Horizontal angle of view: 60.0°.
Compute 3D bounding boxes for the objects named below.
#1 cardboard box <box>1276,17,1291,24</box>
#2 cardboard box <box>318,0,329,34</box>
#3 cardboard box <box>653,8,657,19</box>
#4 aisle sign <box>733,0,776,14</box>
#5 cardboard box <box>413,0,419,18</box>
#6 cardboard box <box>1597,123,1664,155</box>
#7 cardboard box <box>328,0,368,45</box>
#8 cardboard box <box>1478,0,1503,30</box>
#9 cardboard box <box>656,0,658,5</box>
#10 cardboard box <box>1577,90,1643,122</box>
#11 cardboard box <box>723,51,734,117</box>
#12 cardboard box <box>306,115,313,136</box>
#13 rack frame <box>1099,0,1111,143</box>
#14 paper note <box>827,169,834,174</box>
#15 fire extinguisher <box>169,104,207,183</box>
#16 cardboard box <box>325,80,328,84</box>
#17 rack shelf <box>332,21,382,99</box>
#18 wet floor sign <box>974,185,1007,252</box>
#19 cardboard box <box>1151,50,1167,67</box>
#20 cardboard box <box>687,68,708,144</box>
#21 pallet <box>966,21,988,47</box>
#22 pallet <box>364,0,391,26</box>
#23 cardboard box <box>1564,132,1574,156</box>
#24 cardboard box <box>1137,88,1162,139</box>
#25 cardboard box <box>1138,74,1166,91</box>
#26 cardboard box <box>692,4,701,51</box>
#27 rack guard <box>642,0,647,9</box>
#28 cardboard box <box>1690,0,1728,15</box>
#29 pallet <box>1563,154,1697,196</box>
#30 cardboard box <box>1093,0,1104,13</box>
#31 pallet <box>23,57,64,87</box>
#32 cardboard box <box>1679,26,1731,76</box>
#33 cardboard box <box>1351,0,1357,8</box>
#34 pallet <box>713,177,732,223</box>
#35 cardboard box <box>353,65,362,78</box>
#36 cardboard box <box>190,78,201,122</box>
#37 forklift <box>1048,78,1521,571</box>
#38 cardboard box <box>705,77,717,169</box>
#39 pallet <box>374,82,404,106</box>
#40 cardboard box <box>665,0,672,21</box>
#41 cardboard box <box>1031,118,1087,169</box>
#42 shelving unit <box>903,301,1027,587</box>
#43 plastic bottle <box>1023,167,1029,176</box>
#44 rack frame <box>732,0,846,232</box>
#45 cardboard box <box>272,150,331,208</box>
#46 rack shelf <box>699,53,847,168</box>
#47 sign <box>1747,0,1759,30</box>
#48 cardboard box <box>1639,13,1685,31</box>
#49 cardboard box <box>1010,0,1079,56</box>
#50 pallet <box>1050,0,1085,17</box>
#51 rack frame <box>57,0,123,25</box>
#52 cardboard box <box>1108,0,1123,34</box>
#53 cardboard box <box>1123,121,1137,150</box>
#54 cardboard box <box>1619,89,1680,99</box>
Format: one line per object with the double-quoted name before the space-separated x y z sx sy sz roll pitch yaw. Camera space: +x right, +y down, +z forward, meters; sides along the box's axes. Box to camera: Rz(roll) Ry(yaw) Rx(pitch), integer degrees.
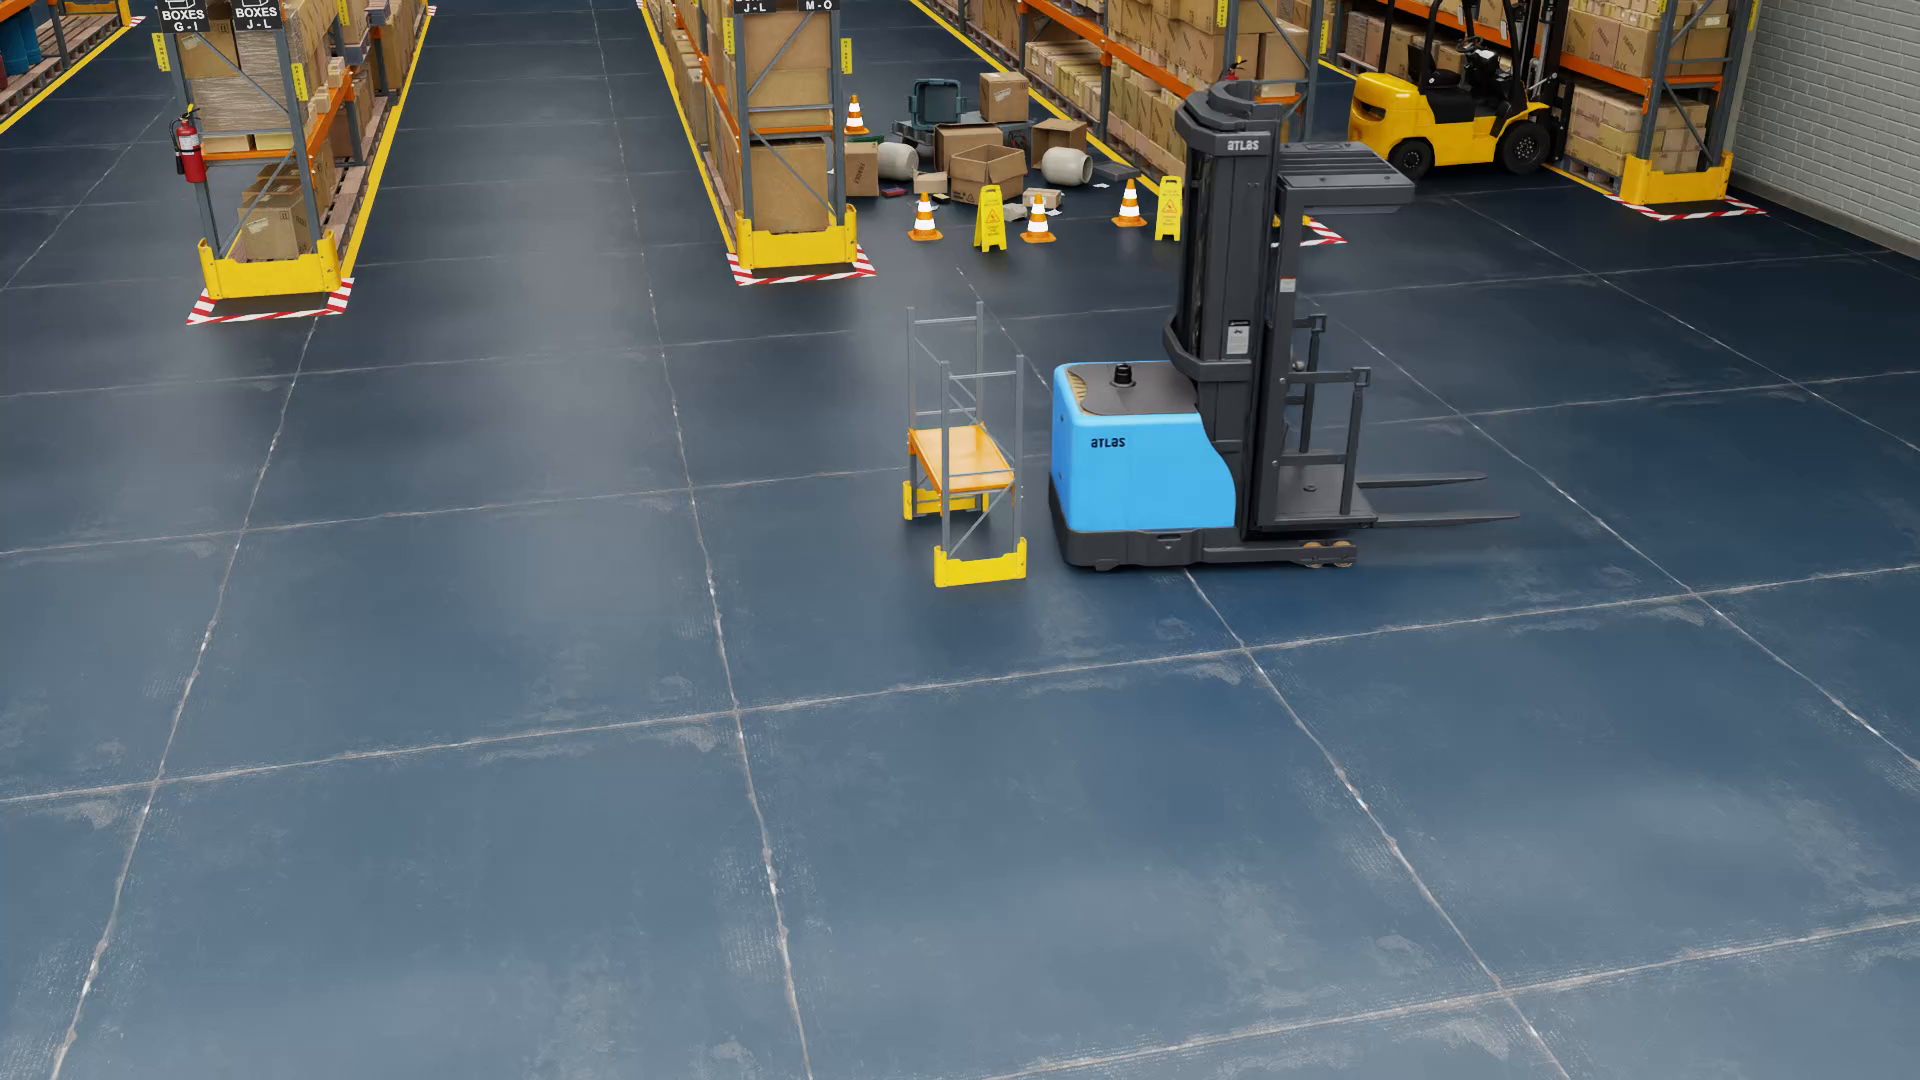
"cardboard box" 3.215 -5.332 17.891 0.500 0.500 0.500 -5 27 -10
"cardboard box" -6.790 -5.457 17.028 0.500 0.500 0.500 -6 27 -12
"cardboard box" -4.986 -8.920 28.137 0.380 0.149 0.250 -6 27 -12
"aisle sign" -1.905 -5.244 15.272 0.394 0.787 0.004 -6 27 -12
"cardboard box" -9.662 -9.276 28.038 0.875 0.875 0.875 -6 27 -12
"cardboard box" 7.593 -4.563 18.838 0.500 0.250 0.500 -6 27 -12
"cardboard box" -7.428 -6.260 19.038 1.000 1.000 1.000 -6 27 -11
"cardboard box" 6.951 -6.777 21.083 0.500 0.500 0.500 -7 28 -13
"cardboard box" -4.826 -8.940 27.517 0.380 0.149 0.250 -6 27 -12
"cardboard box" 7.478 -4.998 19.145 0.500 0.250 0.500 -5 27 -11
"cardboard box" -1.901 -4.609 16.733 0.875 0.550 0.550 -6 27 -12
"cardboard box" -6.395 -3.946 15.864 0.380 0.149 0.250 -6 27 -12
"rack frame" 2.270 -6.448 20.542 1.000 3.000 0.127 -6 27 -12
"paper note" -1.496 -4.372 19.725 0.142 0.020 0.147 19 32 32
"fire extinguisher" -6.907 -3.554 14.895 0.296 0.674 0.183 -6 27 -12
"cardboard box" -6.817 -4.711 17.380 0.380 0.149 0.250 -6 27 -12
"rack shelf" -7.836 -5.998 20.450 1.077 0.370 4.000 -6 27 -12
"wet floor sign" 0.307 -3.282 16.883 0.267 0.644 0.232 -11 29 -20
"cardboard box" 2.392 -5.495 18.932 0.380 0.149 0.250 -6 27 -12
"cardboard box" -2.757 -5.347 20.392 1.050 0.750 0.750 -6 27 -12
"pallet" 0.715 -8.384 27.473 1.003 0.211 1.213 -6 27 -12
"pallet" -8.022 -6.810 21.472 1.213 0.211 1.003 -6 27 -12
"cardboard box" 7.386 -4.771 19.806 0.500 0.250 0.500 -6 27 -11
"cardboard box" 2.387 -4.995 19.416 0.500 0.500 0.500 -5 27 -9
"cardboard box" 2.291 -5.341 19.383 0.380 0.149 0.250 -4 27 -9
"cardboard box" -2.908 -6.147 19.836 0.500 0.500 0.500 -6 27 -12
"rack guard" -5.217 -10.020 30.393 1.175 0.500 0.348 -6 27 -12
"cardboard box" 8.139 -5.834 18.164 0.380 0.149 0.250 -6 27 -13
"pallet" 7.794 -4.284 19.350 1.003 0.211 1.213 -6 27 -12
"cardboard box" 1.885 -6.721 20.896 0.380 0.149 0.250 -6 27 -11
"pallet" -13.880 -6.863 24.459 1.003 0.211 1.213 -6 27 -12
"cardboard box" 8.166 -5.488 18.529 0.500 0.500 0.500 -5 27 -10
"cardboard box" 6.356 -8.451 26.098 0.380 0.149 0.250 -5 27 -10
"pallet" -2.156 -3.777 18.346 1.003 0.211 1.213 -6 27 -12
"cardboard box" -7.977 -6.090 21.287 0.500 0.250 0.500 -3 27 -6
"cardboard box" -6.810 -4.314 15.874 0.875 0.500 0.500 -6 27 -12
"forklift" 2.152 -1.363 10.544 3.031 2.935 1.130 -2 27 -4
"cardboard box" -2.456 -4.857 19.281 0.875 0.875 0.875 -6 27 -11
"pallet" -8.391 -6.306 23.357 1.003 0.211 1.213 -6 27 -12
"cardboard box" -4.190 -8.010 25.113 0.500 0.250 0.500 -5 27 -10
"cardboard box" 1.186 -4.724 19.899 0.500 0.500 0.500 13 30 24
"shelving unit" 0.017 -0.636 10.692 0.587 1.500 1.083 -6 27 -12
"plastic bottle" 0.734 -4.379 19.705 0.133 0.061 0.283 -1 27 -3
"rack frame" -1.628 -4.145 15.979 1.000 3.000 0.127 -6 27 -12
"cardboard box" -6.981 -3.818 17.640 0.500 0.500 0.500 -8 28 -16
"rack shelf" -2.079 -4.702 17.881 1.077 0.370 4.000 -6 27 -12
"sign" 8.549 -5.673 17.959 0.100 0.325 0.005 -6 27 -12
"cardboard box" 7.656 -5.655 18.141 0.380 0.149 0.250 -6 27 -11
"cardboard box" 1.294 -7.754 25.023 0.875 0.875 0.875 -6 27 -12
"pallet" 1.855 -7.253 22.351 1.003 0.211 1.213 -6 27 -12
"rack frame" -14.915 -10.207 27.989 1.000 3.000 0.127 -6 27 -12
"cardboard box" 2.098 -6.404 20.014 0.500 0.500 0.500 -6 27 -12
"cardboard box" 2.271 -4.888 20.038 0.500 0.250 0.500 -4 27 -9
"cardboard box" 7.967 -5.053 19.255 0.500 0.250 0.500 -6 27 -12
